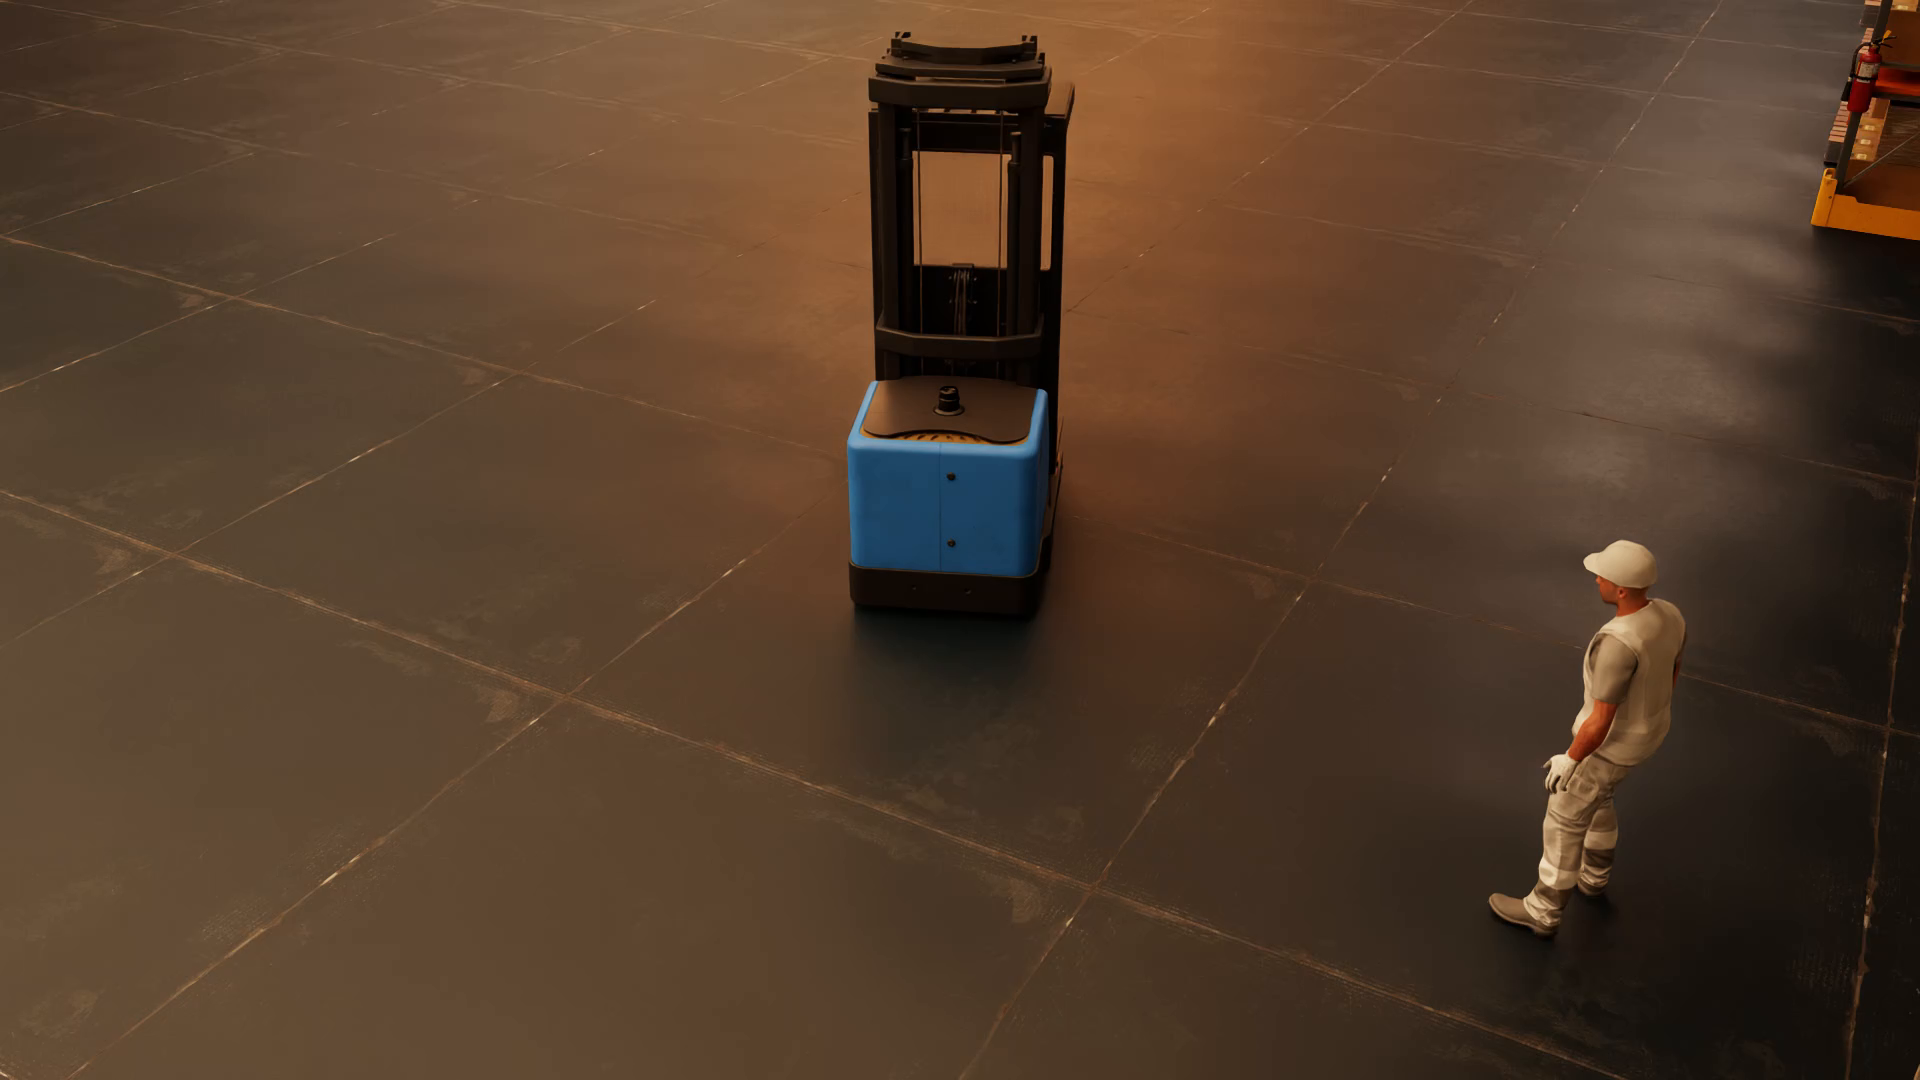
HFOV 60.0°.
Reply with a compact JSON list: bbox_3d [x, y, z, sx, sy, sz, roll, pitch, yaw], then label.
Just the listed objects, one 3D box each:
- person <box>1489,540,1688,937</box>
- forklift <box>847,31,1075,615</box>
[{"bbox_3d":[2.647,0.800,6.845,0.701,1.775,0.440,-24,38,-35],"label":"person"},{"bbox_3d":[0.072,-1.572,9.794,1.130,2.935,3.031,3,30,6],"label":"forklift"}]
